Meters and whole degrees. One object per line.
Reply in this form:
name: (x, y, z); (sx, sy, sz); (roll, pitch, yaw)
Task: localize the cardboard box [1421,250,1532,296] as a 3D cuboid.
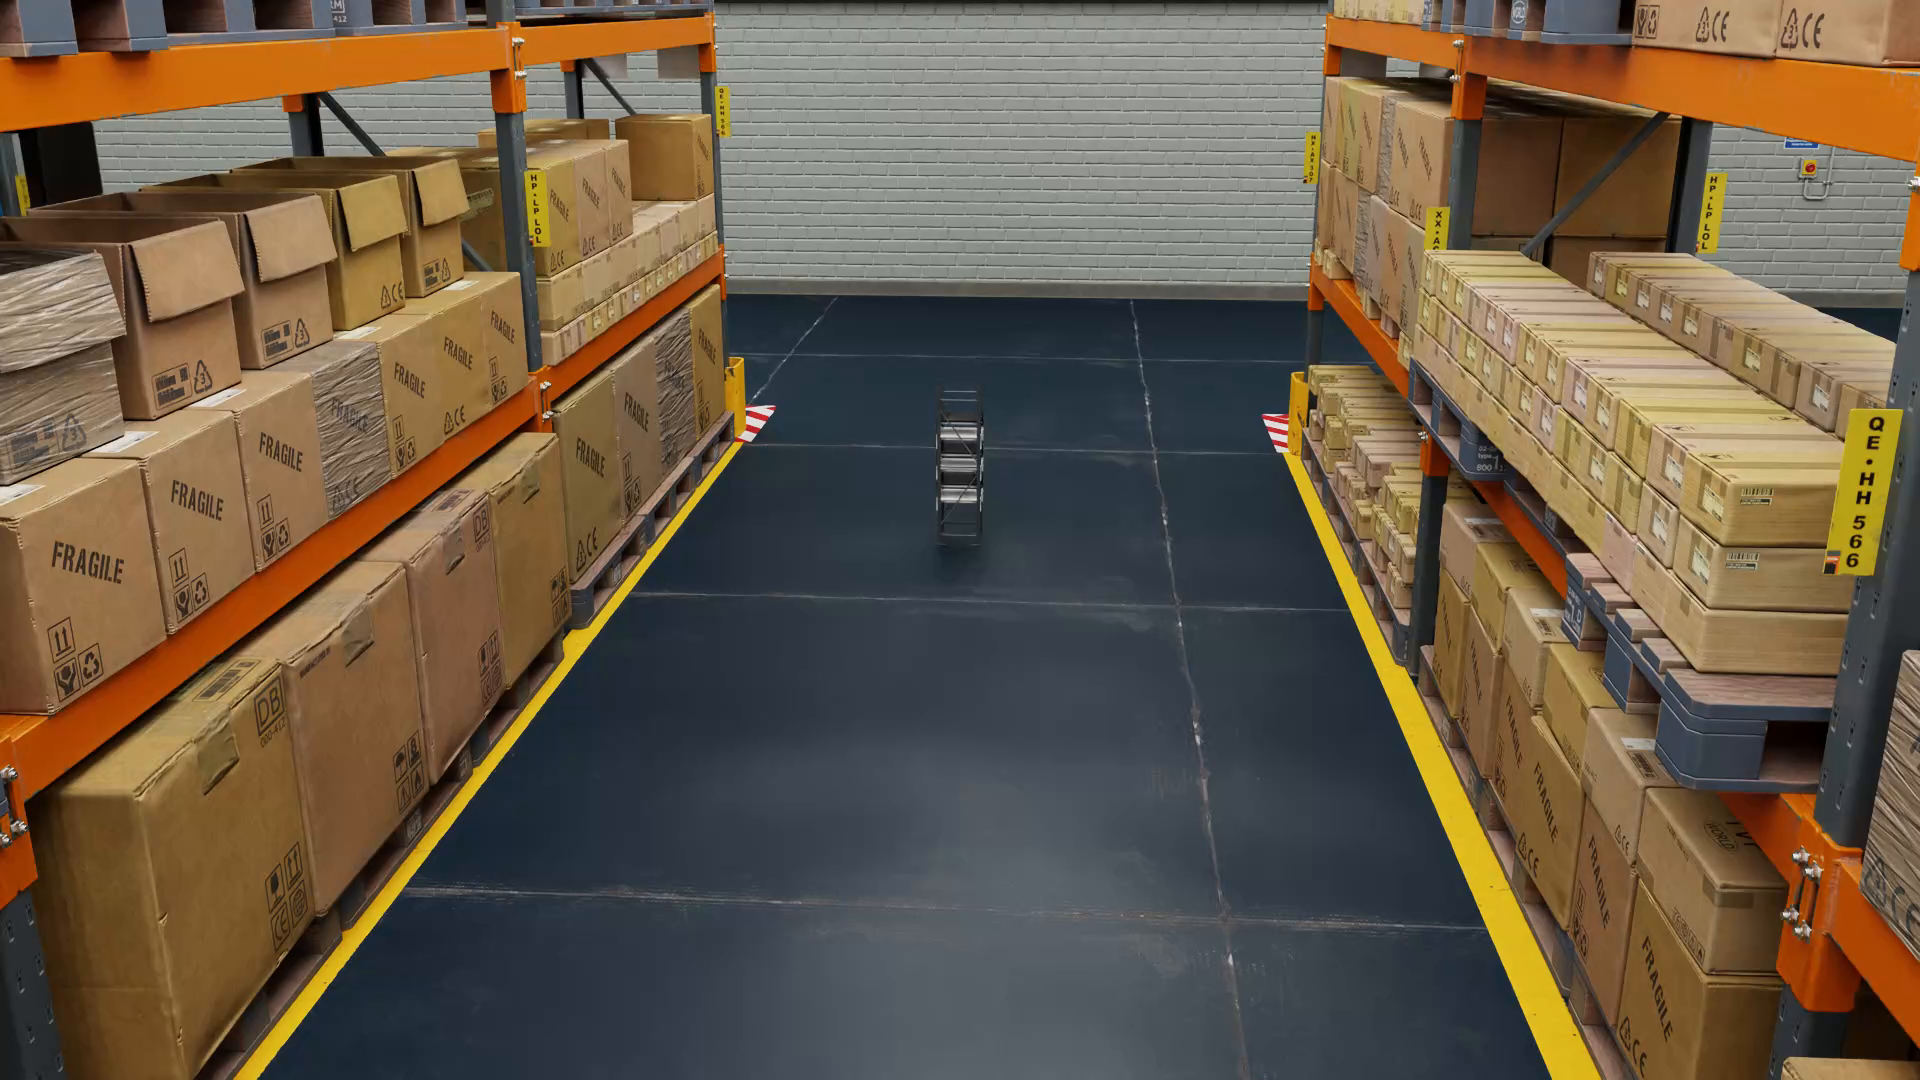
cardboard box: (2.050, -1.059, 6.612); (0.380, 0.149, 0.250); (2, 18, 7)

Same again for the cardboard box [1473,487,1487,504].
cardboard box: (2.812, -0.284, 8.420); (0.380, 0.149, 0.250); (1, 18, 2)

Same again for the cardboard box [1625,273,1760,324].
cardboard box: (2.664, -0.879, 6.061); (0.380, 0.149, 0.250); (1, 18, 2)

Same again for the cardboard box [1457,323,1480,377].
cardboard box: (1.997, -0.677, 5.922); (0.380, 0.149, 0.250); (1, 18, 2)

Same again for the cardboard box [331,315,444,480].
cardboard box: (-2.237, -0.531, 6.065); (0.500, 0.500, 0.500); (1, 18, 3)

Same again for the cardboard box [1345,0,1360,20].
cardboard box: (2.495, -3.108, 9.514); (0.500, 0.250, 0.500); (2, 18, 6)

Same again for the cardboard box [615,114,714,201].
cardboard box: (-1.889, -2.462, 10.679); (0.500, 0.500, 0.500); (2, 18, 5)

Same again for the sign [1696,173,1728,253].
sign: (3.091, -1.347, 6.859); (0.100, 0.325, 0.005); (1, 18, 4)

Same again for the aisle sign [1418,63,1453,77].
aisle sign: (3.128, -3.302, 10.509); (0.394, 0.787, 0.004); (1, 18, 4)

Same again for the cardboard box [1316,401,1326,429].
cardboard box: (2.454, -0.796, 10.462); (0.380, 0.149, 0.250); (1, 18, 4)

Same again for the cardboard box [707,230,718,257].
cardboard box: (-1.813, -1.956, 10.978); (0.380, 0.149, 0.250); (2, 18, 5)

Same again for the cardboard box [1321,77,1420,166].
cardboard box: (2.527, -2.581, 10.240); (0.500, 0.500, 0.500); (1, 18, 4)

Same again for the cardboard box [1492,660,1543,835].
cardboard box: (2.159, 0.731, 5.716); (0.500, 0.500, 0.500); (2, 18, 5)

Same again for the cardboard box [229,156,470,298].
cardboard box: (-2.440, -1.276, 6.729); (0.797, 0.503, 0.637); (1, 18, 2)

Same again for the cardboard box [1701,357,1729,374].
cardboard box: (2.615, -0.493, 5.360); (0.380, 0.149, 0.250); (1, 18, 4)

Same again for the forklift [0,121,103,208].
forklift: (-5.078, -1.187, 8.338); (1.130, 2.935, 3.031); (5, 19, 14)

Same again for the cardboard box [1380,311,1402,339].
cardboard box: (2.345, -1.112, 8.402); (0.380, 0.149, 0.250); (1, 18, 2)

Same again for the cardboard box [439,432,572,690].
cardboard box: (-2.429, 0.059, 7.164); (1.225, 0.875, 0.875); (1, 18, 4)

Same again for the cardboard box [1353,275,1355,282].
cardboard box: (2.542, -1.592, 9.869); (0.380, 0.149, 0.250); (2, 18, 6)

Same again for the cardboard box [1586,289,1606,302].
cardboard box: (2.705, -0.902, 6.610); (0.380, 0.149, 0.250); (2, 18, 6)

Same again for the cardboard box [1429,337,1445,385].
cardboard box: (2.036, -0.690, 6.442); (0.380, 0.149, 0.250); (2, 18, 5)

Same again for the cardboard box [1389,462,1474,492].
cardboard box: (2.389, -0.289, 8.436); (0.380, 0.149, 0.250); (2, 18, 6)

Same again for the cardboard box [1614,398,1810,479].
cardboard box: (1.867, -0.251, 4.145); (0.380, 0.149, 0.250); (2, 18, 6)

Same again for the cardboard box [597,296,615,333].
cardboard box: (-1.996, -1.161, 8.552); (0.380, 0.149, 0.250); (1, 18, 2)

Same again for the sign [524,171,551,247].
sign: (-1.861, -1.454, 7.311); (0.100, 0.325, 0.005); (1, 18, 4)

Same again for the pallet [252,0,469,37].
pallet: (-2.419, -1.999, 6.197); (0.805, 0.209, 1.217); (1, 18, 2)

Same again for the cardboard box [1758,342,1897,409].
cardboard box: (2.569, -0.477, 4.834); (0.380, 0.149, 0.250); (2, 18, 6)

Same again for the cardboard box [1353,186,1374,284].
cardboard box: (2.425, -1.629, 8.940); (0.500, 0.500, 0.500); (1, 18, 2)

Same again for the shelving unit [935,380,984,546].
shelving unit: (0.001, -0.430, 9.291); (0.258, 0.900, 0.210); (1, 18, 4)

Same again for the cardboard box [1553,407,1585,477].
cardboard box: (1.904, -0.271, 4.684); (0.380, 0.149, 0.250); (1, 18, 4)

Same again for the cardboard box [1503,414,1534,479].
cardboard box: (1.941, -0.293, 5.228); (0.380, 0.149, 0.250); (0, 18, 1)

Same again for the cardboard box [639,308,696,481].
cardboard box: (-2.147, -0.900, 10.089); (0.875, 0.875, 0.875); (1, 18, 4)

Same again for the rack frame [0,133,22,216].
rack frame: (-7.056, -2.304, 11.636); (1.000, 3.000, 0.127); (1, 18, 4)

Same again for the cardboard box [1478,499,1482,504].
cardboard box: (2.815, -0.141, 8.462); (0.380, 0.149, 0.250); (0, 18, 1)

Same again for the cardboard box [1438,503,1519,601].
cardboard box: (2.221, 0.047, 6.598); (0.500, 0.250, 0.500); (0, 18, 1)

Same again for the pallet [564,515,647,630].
pallet: (-2.270, 0.140, 8.657); (1.003, 0.211, 1.213); (1, 18, 4)

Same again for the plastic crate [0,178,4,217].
plastic crate: (-6.894, -2.241, 11.291); (0.616, 0.435, 0.499); (1, 18, 4)

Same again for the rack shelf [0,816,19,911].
rack shelf: (-2.833, 1.255, 1.932); (1.077, 0.370, 4.000); (1, 18, 4)

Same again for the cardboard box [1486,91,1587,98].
cardboard box: (2.940, -2.084, 8.721); (0.500, 0.500, 0.500); (1, 18, 2)

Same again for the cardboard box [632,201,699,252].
cardboard box: (-1.923, -1.949, 10.317); (0.500, 0.250, 0.500); (1, 18, 3)

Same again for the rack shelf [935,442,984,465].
rack shelf: (0.001, -0.484, 9.273); (0.258, 0.077, 0.200); (1, 18, 4)

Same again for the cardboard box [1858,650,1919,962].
cardboard box: (1.949, 0.520, 2.859); (0.500, 0.500, 0.500); (1, 18, 5)

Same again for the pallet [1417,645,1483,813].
pallet: (2.483, 0.758, 6.770); (1.003, 0.211, 1.213); (1, 18, 4)

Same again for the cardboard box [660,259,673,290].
cardboard box: (-1.903, -1.558, 9.764); (0.380, 0.149, 0.250); (1, 18, 4)

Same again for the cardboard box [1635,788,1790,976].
cardboard box: (2.038, 0.847, 4.155); (0.500, 0.250, 0.500); (1, 18, 3)

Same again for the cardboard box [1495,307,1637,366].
cardboard box: (1.958, -0.658, 5.387); (0.380, 0.149, 0.250); (2, 18, 6)

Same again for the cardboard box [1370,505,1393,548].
cardboard box: (2.251, -0.068, 8.238); (0.380, 0.149, 0.250); (1, 18, 2)

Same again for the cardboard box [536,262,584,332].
cardboard box: (-2.108, -1.161, 7.912); (0.500, 0.250, 0.500); (1, 18, 3)

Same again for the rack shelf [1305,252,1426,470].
rack shelf: (2.680, -1.088, 9.081); (1.077, 0.370, 4.000); (1, 18, 4)

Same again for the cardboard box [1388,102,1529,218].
cardboard box: (2.333, -1.785, 7.810); (0.500, 0.500, 0.500); (1, 18, 2)

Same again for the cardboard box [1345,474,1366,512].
cardboard box: (2.369, -0.259, 9.301); (0.380, 0.149, 0.250); (1, 18, 4)

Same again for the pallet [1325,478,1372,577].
pallet: (2.635, -0.073, 9.306); (1.003, 0.211, 1.213); (1, 18, 4)

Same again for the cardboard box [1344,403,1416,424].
cardboard box: (2.437, -0.695, 9.675); (0.380, 0.149, 0.250); (2, 18, 6)

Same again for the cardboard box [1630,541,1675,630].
cardboard box: (1.847, 0.113, 3.990); (0.380, 0.149, 0.250); (1, 18, 4)
